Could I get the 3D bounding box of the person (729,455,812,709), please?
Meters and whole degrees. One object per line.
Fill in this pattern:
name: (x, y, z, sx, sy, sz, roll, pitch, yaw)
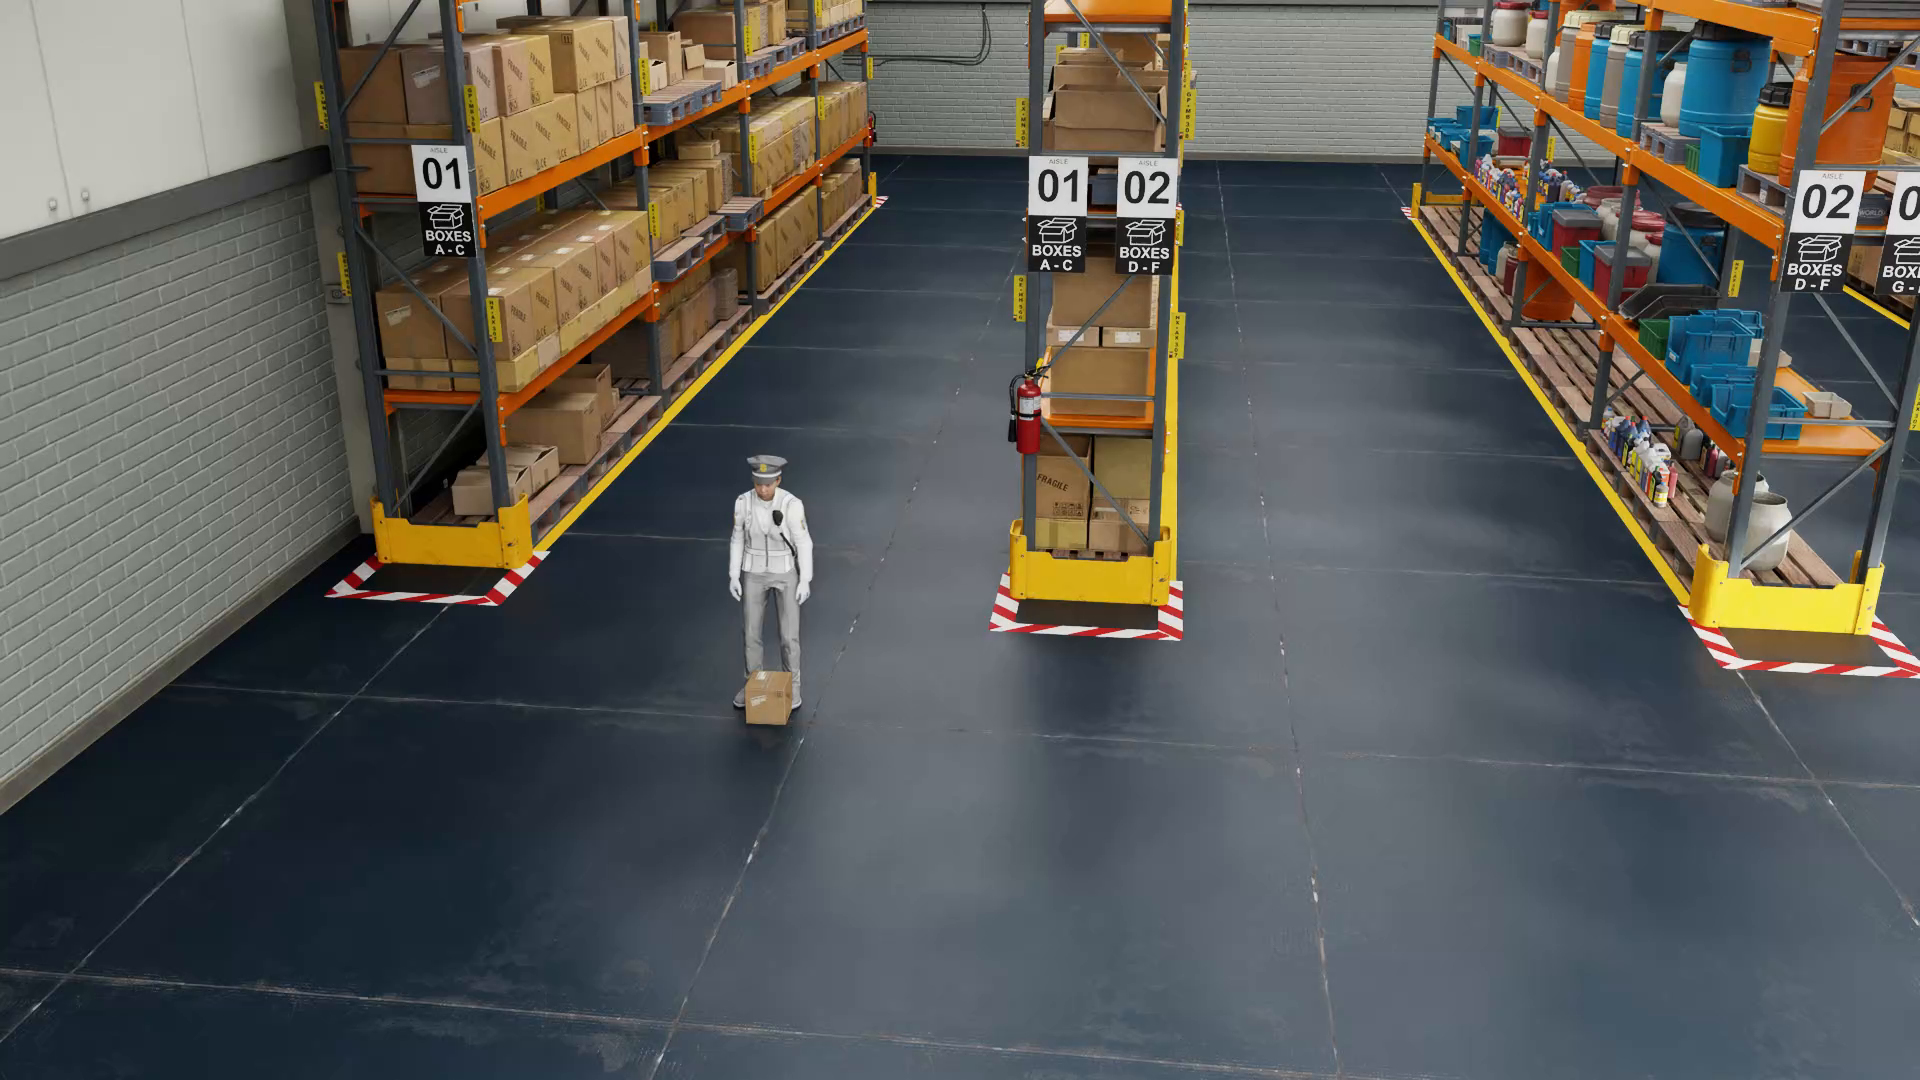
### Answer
person: (-1.186, 0.248, 10.441, 0.529, 1.663, 0.372, 3, 21, 7)
